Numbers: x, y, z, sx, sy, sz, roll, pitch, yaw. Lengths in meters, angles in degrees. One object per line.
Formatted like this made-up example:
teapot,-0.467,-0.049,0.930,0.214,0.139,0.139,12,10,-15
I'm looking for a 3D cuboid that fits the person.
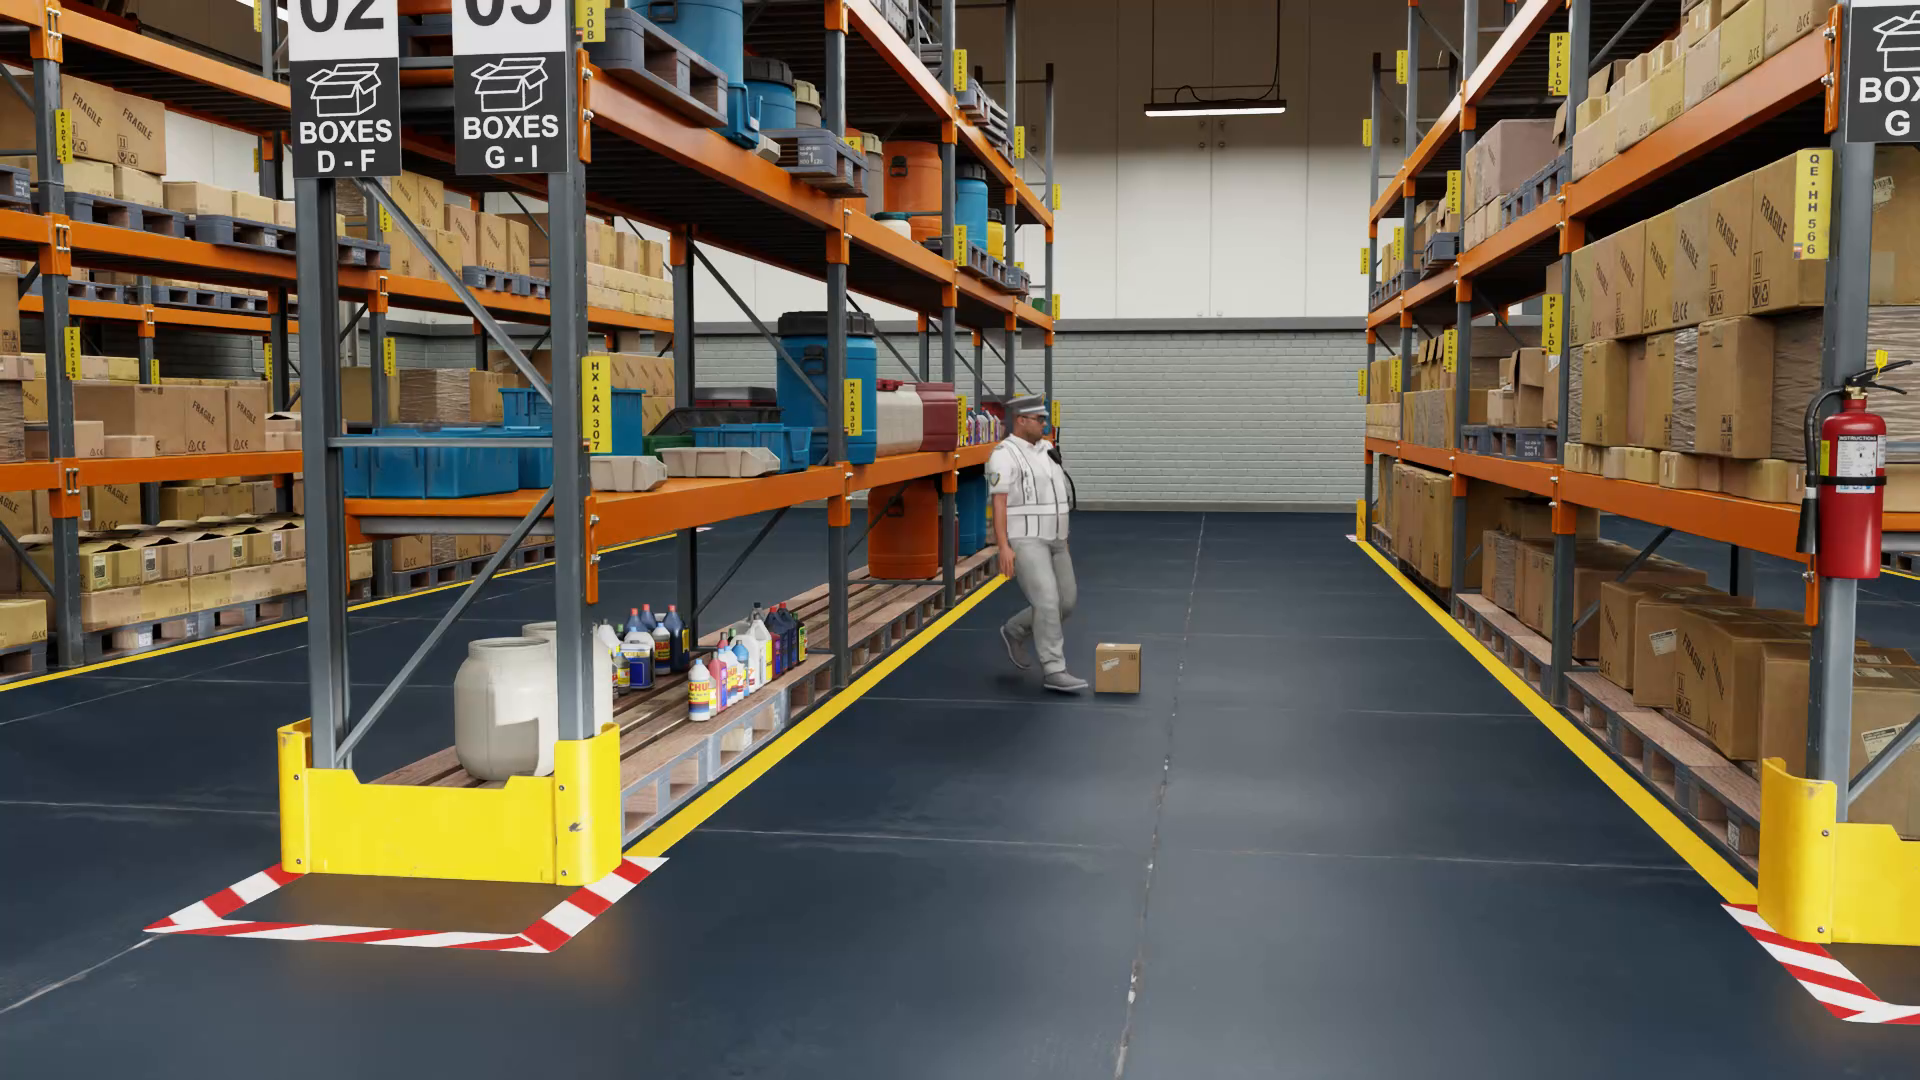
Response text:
person,0.504,-0.010,9.738,0.779,1.726,0.572,3,6,37
